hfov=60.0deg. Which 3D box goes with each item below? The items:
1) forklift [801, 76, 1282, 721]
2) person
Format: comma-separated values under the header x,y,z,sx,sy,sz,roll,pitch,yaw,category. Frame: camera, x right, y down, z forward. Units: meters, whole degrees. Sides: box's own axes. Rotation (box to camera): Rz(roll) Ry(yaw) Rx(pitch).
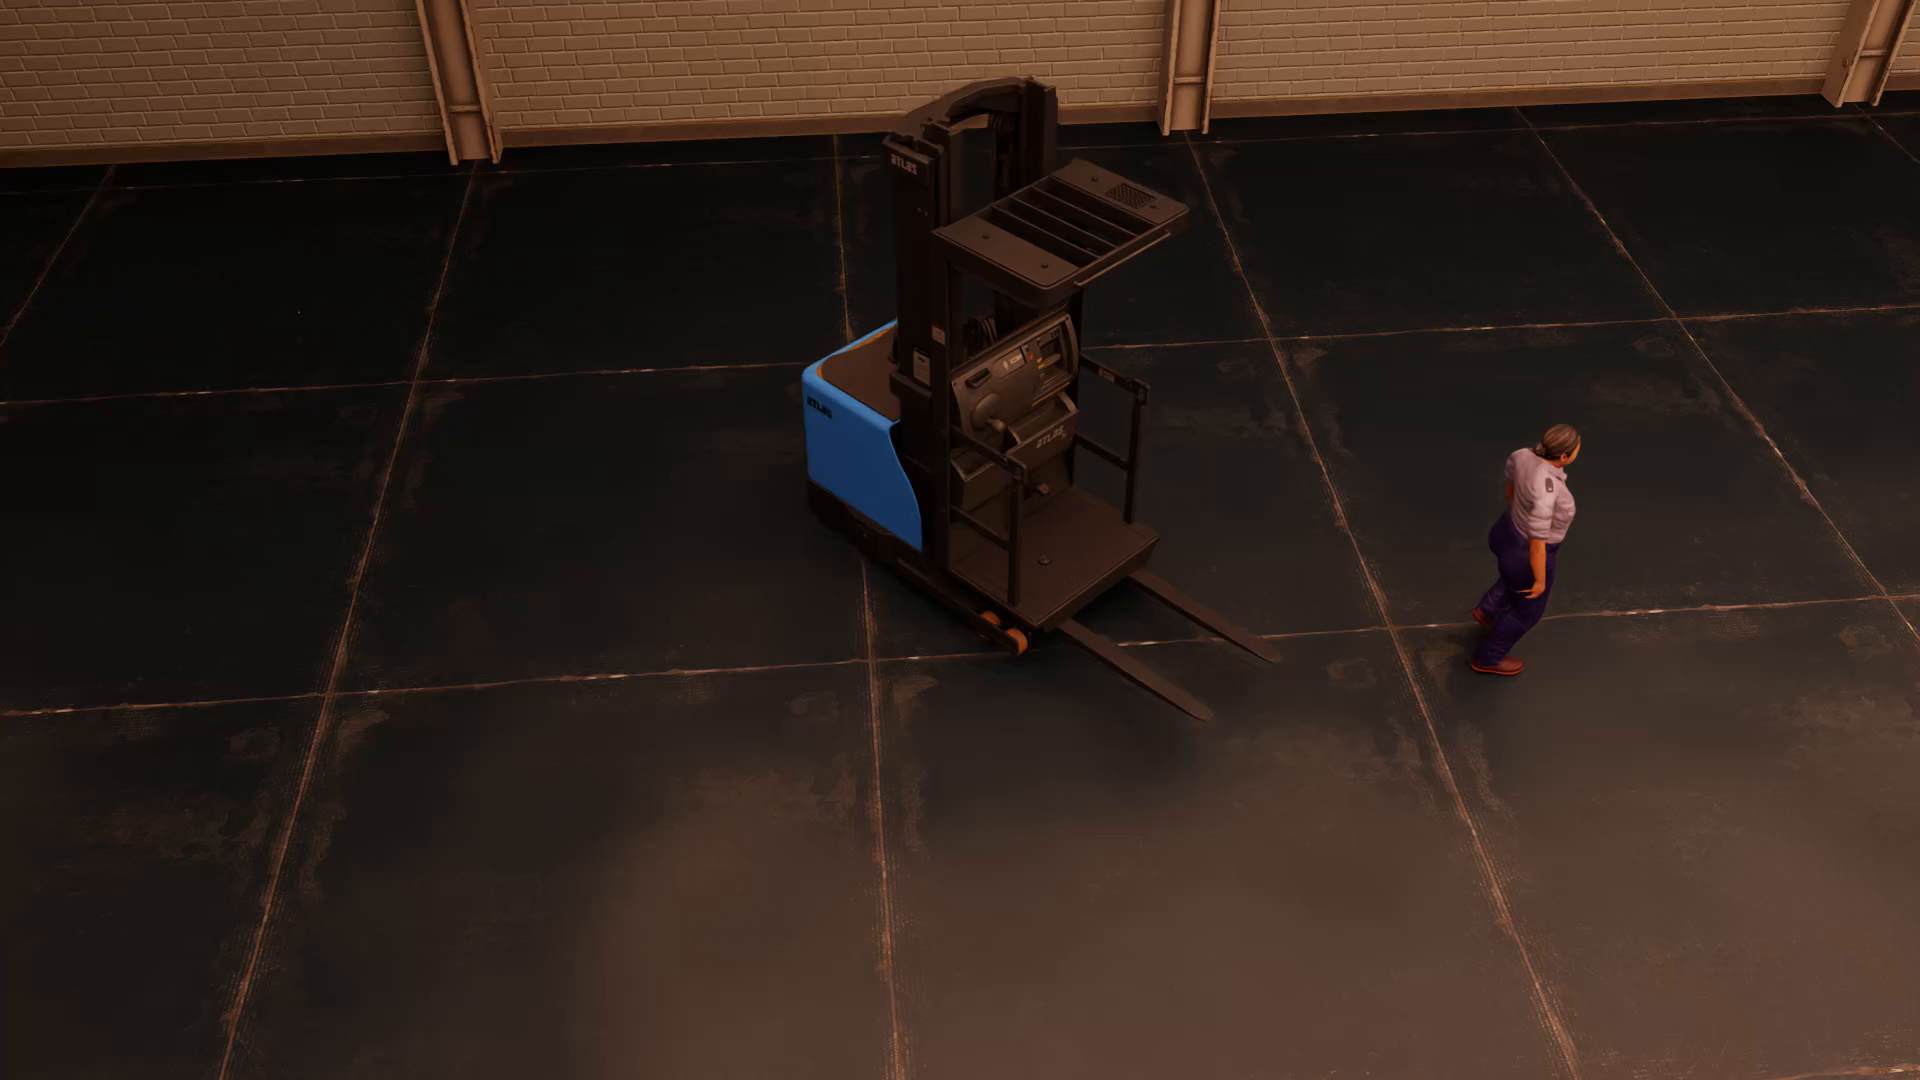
x,y,z,sx,sy,sz,roll,pitch,yaw,category
0.454,-0.838,8.918,3.031,2.935,1.130,33,50,32,forklift
3.078,0.040,8.900,0.465,1.637,0.596,-3,41,-4,person
